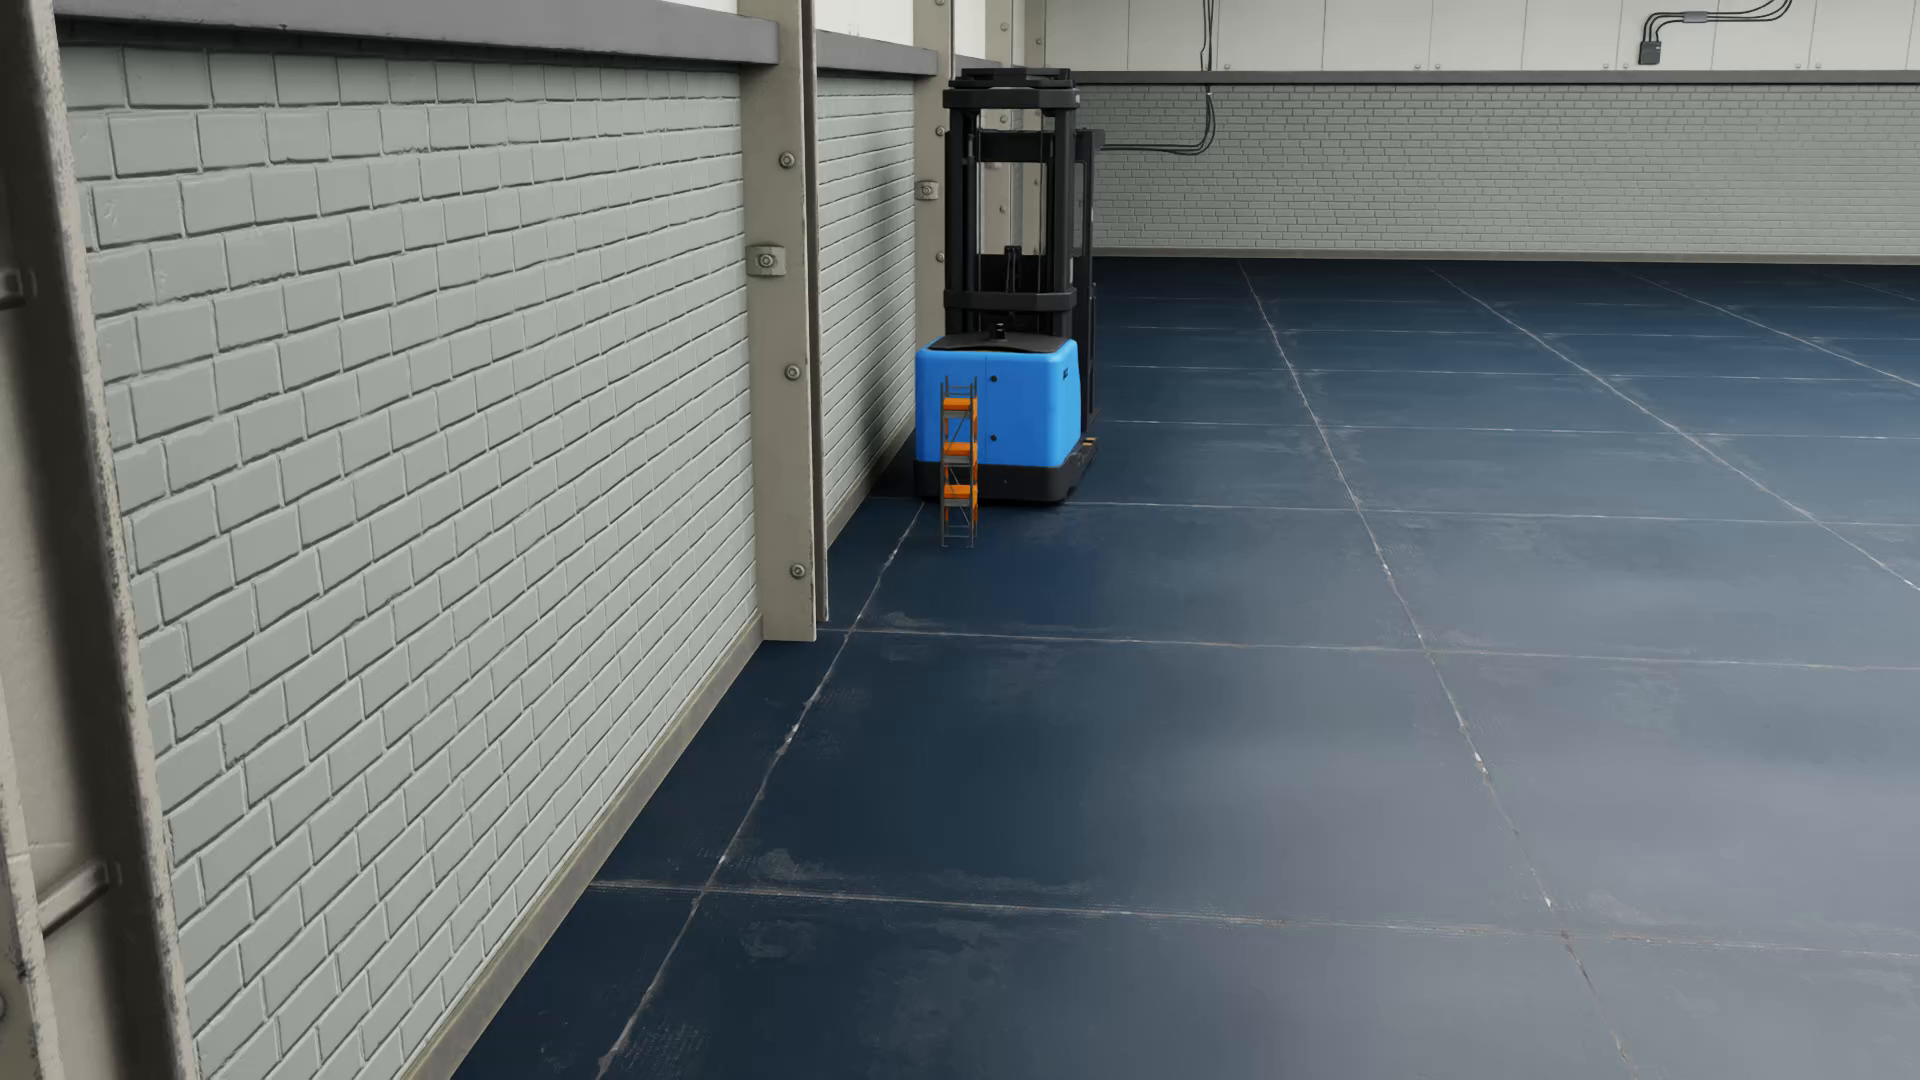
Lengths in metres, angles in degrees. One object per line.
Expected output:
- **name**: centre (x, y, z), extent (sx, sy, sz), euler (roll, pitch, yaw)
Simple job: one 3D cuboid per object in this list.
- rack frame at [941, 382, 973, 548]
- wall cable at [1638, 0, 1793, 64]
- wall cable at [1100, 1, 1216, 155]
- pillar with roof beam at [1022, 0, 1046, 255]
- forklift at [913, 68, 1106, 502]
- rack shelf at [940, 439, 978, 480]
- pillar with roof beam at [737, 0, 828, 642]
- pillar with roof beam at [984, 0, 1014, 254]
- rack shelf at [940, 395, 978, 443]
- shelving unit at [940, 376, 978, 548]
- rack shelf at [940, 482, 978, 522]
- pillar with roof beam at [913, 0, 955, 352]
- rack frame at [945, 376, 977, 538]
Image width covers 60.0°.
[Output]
- **rack frame**: centre (-0.020, -0.461, 10.357), extent (0.200, 1.050, 0.008), euler (2, 15, 6)
- **wall cable**: centre (12.215, -10.620, 26.184), extent (2.305, 6.003, 0.169), euler (2, 15, 6)
- **wall cable**: centre (2.784, -7.764, 28.082), extent (3.097, 2.526, 0.112), euler (2, 15, 6)
- **pillar with roof beam**: centre (5.416, -8.411, 24.526), extent (9.100, 9.000, 0.400), euler (2, 15, 6)
- **forklift**: centre (0.479, -2.016, 12.504), extent (1.130, 2.935, 3.031), euler (3, 15, 11)
- **rack shelf**: centre (-0.006, -0.483, 10.476), extent (0.215, 0.259, 0.240), euler (2, 15, 6)
- **pillar with roof beam**: centre (3.384, -3.742, 7.261), extent (9.100, 9.000, 0.400), euler (2, 15, 6)
- **pillar with roof beam**: centre (4.738, -6.854, 18.771), extent (9.100, 9.000, 0.400), euler (2, 15, 6)
- **rack shelf**: centre (-0.006, -0.757, 10.402), extent (0.215, 0.259, 0.240), euler (2, 15, 6)
- **shelving unit**: centre (-0.006, -0.493, 10.474), extent (0.215, 1.050, 0.252), euler (2, 15, 6)
- **rack shelf**: centre (-0.006, -0.214, 10.549), extent (0.215, 0.259, 0.240), euler (2, 15, 6)
- **pillar with roof beam**: centre (4.061, -5.298, 13.016), extent (9.100, 9.000, 0.400), euler (2, 15, 6)
- **rack frame**: centre (0.008, -0.525, 10.591), extent (0.200, 1.050, 0.008), euler (2, 15, 6)
